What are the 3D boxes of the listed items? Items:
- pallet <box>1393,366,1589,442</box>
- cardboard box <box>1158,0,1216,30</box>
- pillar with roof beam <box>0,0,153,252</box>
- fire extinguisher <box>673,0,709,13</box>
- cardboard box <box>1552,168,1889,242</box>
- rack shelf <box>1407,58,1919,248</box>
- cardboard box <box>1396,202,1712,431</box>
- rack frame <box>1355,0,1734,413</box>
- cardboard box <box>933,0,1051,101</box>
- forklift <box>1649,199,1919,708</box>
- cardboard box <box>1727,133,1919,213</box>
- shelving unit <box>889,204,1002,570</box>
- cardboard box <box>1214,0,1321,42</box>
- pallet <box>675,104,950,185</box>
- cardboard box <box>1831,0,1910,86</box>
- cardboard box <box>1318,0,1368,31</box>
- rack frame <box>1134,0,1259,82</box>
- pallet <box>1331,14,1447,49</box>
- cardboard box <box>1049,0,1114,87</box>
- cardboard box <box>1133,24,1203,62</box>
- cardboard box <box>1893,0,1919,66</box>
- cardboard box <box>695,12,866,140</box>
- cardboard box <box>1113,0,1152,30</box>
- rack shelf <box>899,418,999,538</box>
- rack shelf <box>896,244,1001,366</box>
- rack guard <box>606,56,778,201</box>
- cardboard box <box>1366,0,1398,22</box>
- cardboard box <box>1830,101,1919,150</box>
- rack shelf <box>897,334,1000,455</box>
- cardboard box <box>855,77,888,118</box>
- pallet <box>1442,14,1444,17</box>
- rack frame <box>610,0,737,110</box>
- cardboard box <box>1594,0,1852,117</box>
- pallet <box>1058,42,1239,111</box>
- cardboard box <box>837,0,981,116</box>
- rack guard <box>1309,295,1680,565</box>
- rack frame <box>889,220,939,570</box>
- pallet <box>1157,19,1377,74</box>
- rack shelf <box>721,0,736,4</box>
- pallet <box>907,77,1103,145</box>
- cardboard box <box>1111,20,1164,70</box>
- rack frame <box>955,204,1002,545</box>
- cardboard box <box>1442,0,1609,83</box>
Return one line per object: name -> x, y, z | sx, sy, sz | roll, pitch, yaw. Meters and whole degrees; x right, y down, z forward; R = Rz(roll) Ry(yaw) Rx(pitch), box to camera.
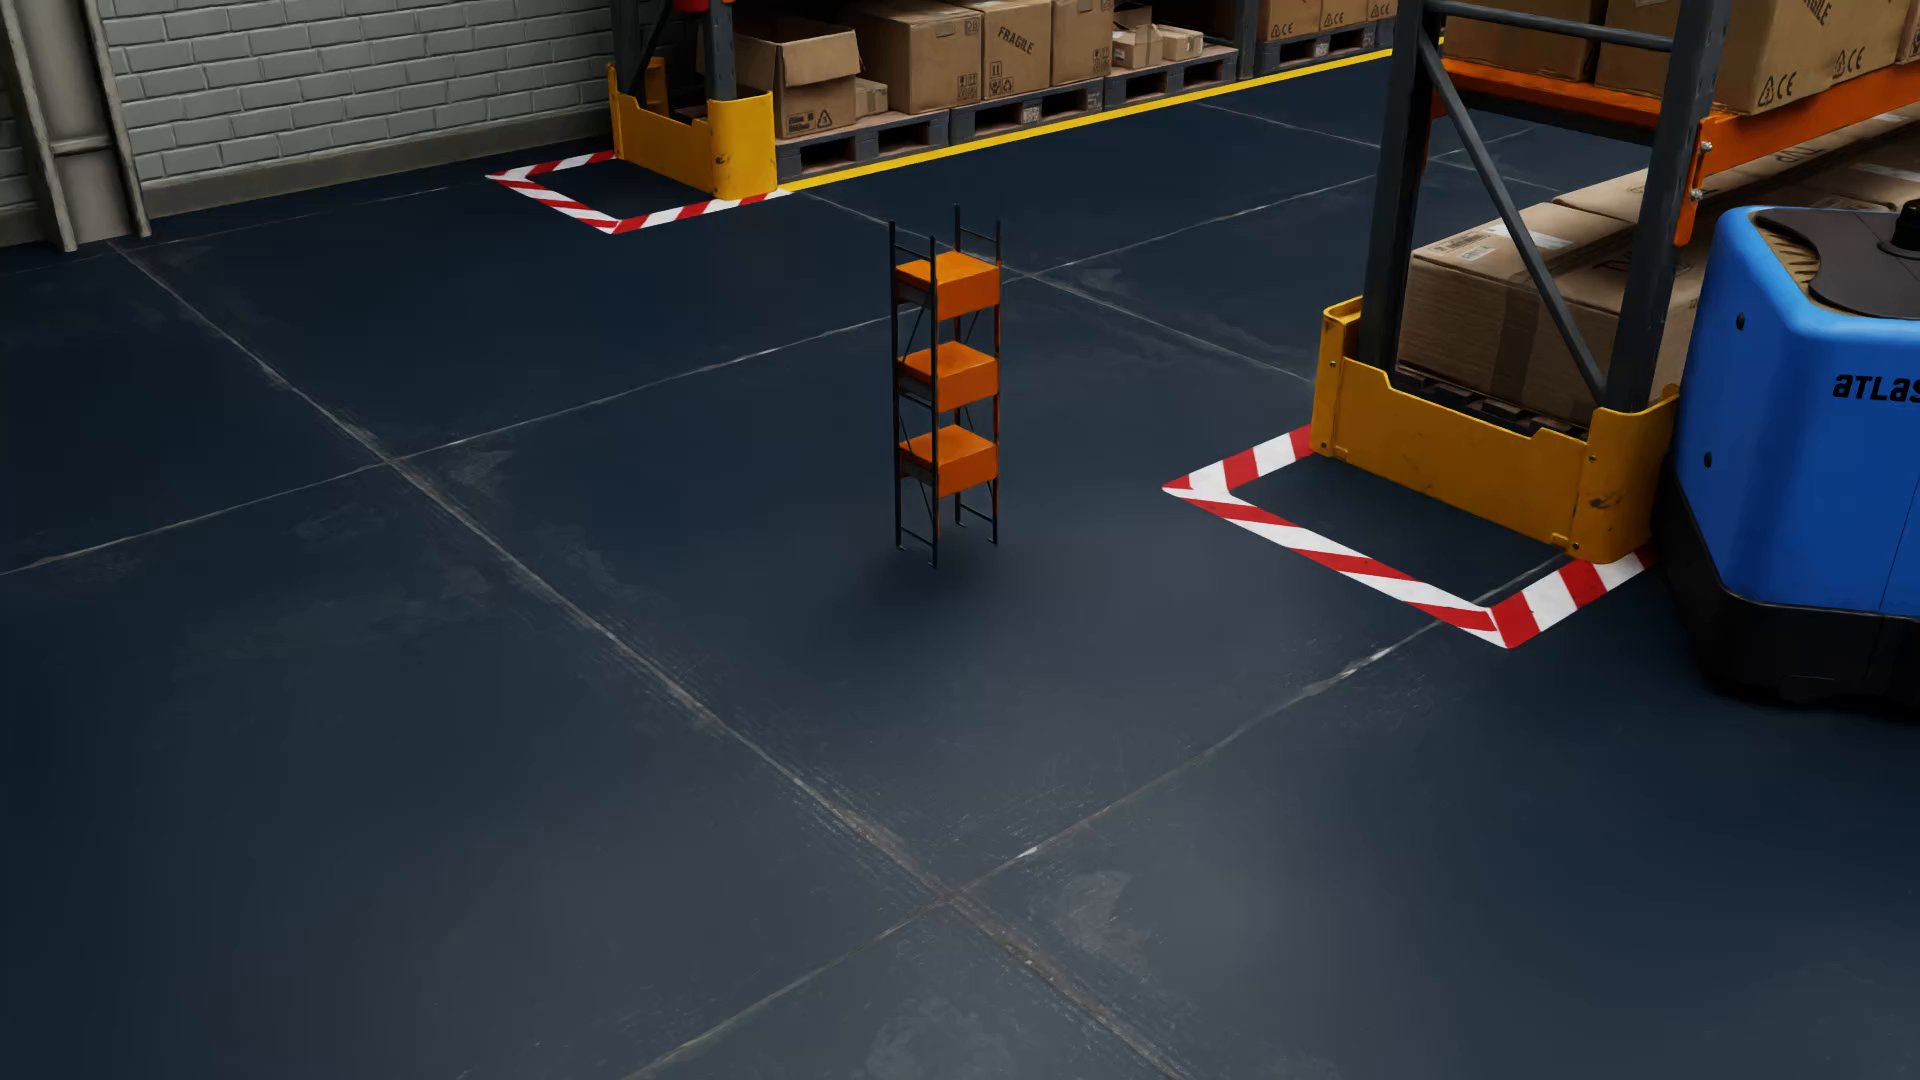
pallet -> 2.290, -0.547, 6.049 | 1.213, 0.211, 1.003 | -22, 35, -35
cardboard box -> 1.732, -3.845, 11.469 | 0.500, 0.500, 0.500 | -22, 35, -35
pillar with roof beam -> -1.334, -3.883, 2.969 | 0.400, 9.000, 9.100 | -22, 35, -35
fire extinguisher -> -1.304, -2.873, 7.922 | 0.183, 0.674, 0.296 | -22, 35, -35
cardboard box -> 2.860, -1.080, 6.361 | 0.875, 0.438, 0.875 | -21, 34, -34
rack shelf -> 3.254, -1.799, 6.196 | 4.000, 0.370, 1.077 | -22, 35, -35
cardboard box -> 2.169, -0.797, 5.832 | 0.875, 0.438, 0.875 | -23, 36, -37
rack frame -> 1.732, -1.504, 4.882 | 0.127, 3.000, 1.000 | -22, 35, -35
cardboard box -> 0.177, -2.892, 9.686 | 0.500, 0.500, 0.500 | -21, 35, -34
forklift -> 3.563, -0.965, 3.945 | 3.031, 2.935, 1.130 | 5, 29, 10
cardboard box -> 3.547, -1.355, 6.876 | 0.875, 0.438, 0.875 | -23, 36, -36
shelving unit -> -0.041, -0.447, 4.972 | 0.252, 1.050, 0.215 | -22, 35, -35
cardboard box -> 2.065, -3.656, 11.116 | 0.500, 0.500, 0.500 | -20, 34, -33
pallet -> -0.829, -2.320, 9.368 | 1.213, 0.211, 1.003 | -22, 35, -35
cardboard box -> 2.650, -1.757, 5.249 | 0.500, 0.500, 0.500 | -22, 35, -36
cardboard box -> 2.463, -3.823, 11.427 | 0.500, 0.500, 0.500 | -22, 35, -36
rack frame -> 1.551, -4.506, 10.500 | 0.127, 3.000, 1.000 | -22, 35, -35
pallet -> 3.074, -3.914, 12.350 | 1.213, 0.211, 1.003 | -22, 35, -35
cardboard box -> 0.500, -3.084, 10.044 | 0.500, 0.500, 0.700 | -23, 36, -37
cardboard box -> 1.317, -3.158, 10.557 | 0.250, 0.149, 0.380 | -23, 36, -36
cardboard box -> 3.049, -1.906, 5.528 | 0.500, 0.500, 0.500 | -22, 35, -35
cardboard box -> -0.965, -2.520, 8.986 | 0.637, 0.503, 0.797 | -24, 36, -37
cardboard box -> 0.895, -3.388, 10.815 | 0.500, 0.311, 0.500 | -20, 34, -33
rack shelf -> -0.041, -0.192, 5.108 | 0.240, 0.259, 0.215 | -22, 35, -35
rack shelf -> -0.041, -0.688, 4.843 | 0.240, 0.259, 0.215 | -22, 35, -35
rack guard -> -1.434, -2.203, 8.843 | 0.348, 0.500, 1.175 | -22, 35, -35
cardboard box -> 2.846, -3.974, 11.710 | 0.500, 0.500, 0.500 | -23, 36, -36
cardboard box -> 4.228, -1.629, 7.389 | 0.875, 0.438, 0.875 | -22, 35, -36
rack shelf -> -0.041, -0.437, 4.977 | 0.240, 0.259, 0.215 | -22, 35, -35
cardboard box -> -0.617, -2.480, 9.287 | 0.250, 0.149, 0.380 | -24, 36, -37
pallet -> 4.001, -4.285, 13.045 | 1.213, 0.211, 1.003 | -22, 35, -35
rack frame -> -1.492, -3.283, 8.210 | 0.127, 3.000, 1.000 | -22, 35, -35
cardboard box -> 2.284, -1.592, 4.940 | 0.500, 0.500, 0.500 | -22, 35, -35
pallet -> 1.028, -3.067, 10.765 | 1.213, 0.211, 1.003 | -22, 35, -35
cardboard box -> -0.290, -2.766, 9.450 | 0.500, 0.500, 0.700 | -20, 34, -33
rack guard -> 1.714, -0.394, 5.457 | 0.348, 0.500, 1.175 | -22, 35, -35
rack frame -> -0.134, -0.409, 4.902 | 0.008, 1.050, 0.200 | -22, 35, -35
pallet -> 2.145, -3.539, 11.648 | 1.213, 0.211, 1.003 | -22, 35, -35
rack shelf -> 0.029, -3.577, 9.525 | 4.000, 0.370, 1.077 | -22, 35, -35
pallet -> 0.099, -2.691, 10.063 | 1.213, 0.211, 1.003 | -22, 35, -35
cardboard box -> 1.046, -3.101, 10.325 | 0.258, 0.266, 0.396 | -20, 34, -33
rack frame -> 0.052, -0.484, 5.042 | 0.008, 1.050, 0.200 | -22, 35, -35
cardboard box -> 1.927, -1.791, 5.312 | 0.500, 0.500, 0.500 | -22, 35, -35
